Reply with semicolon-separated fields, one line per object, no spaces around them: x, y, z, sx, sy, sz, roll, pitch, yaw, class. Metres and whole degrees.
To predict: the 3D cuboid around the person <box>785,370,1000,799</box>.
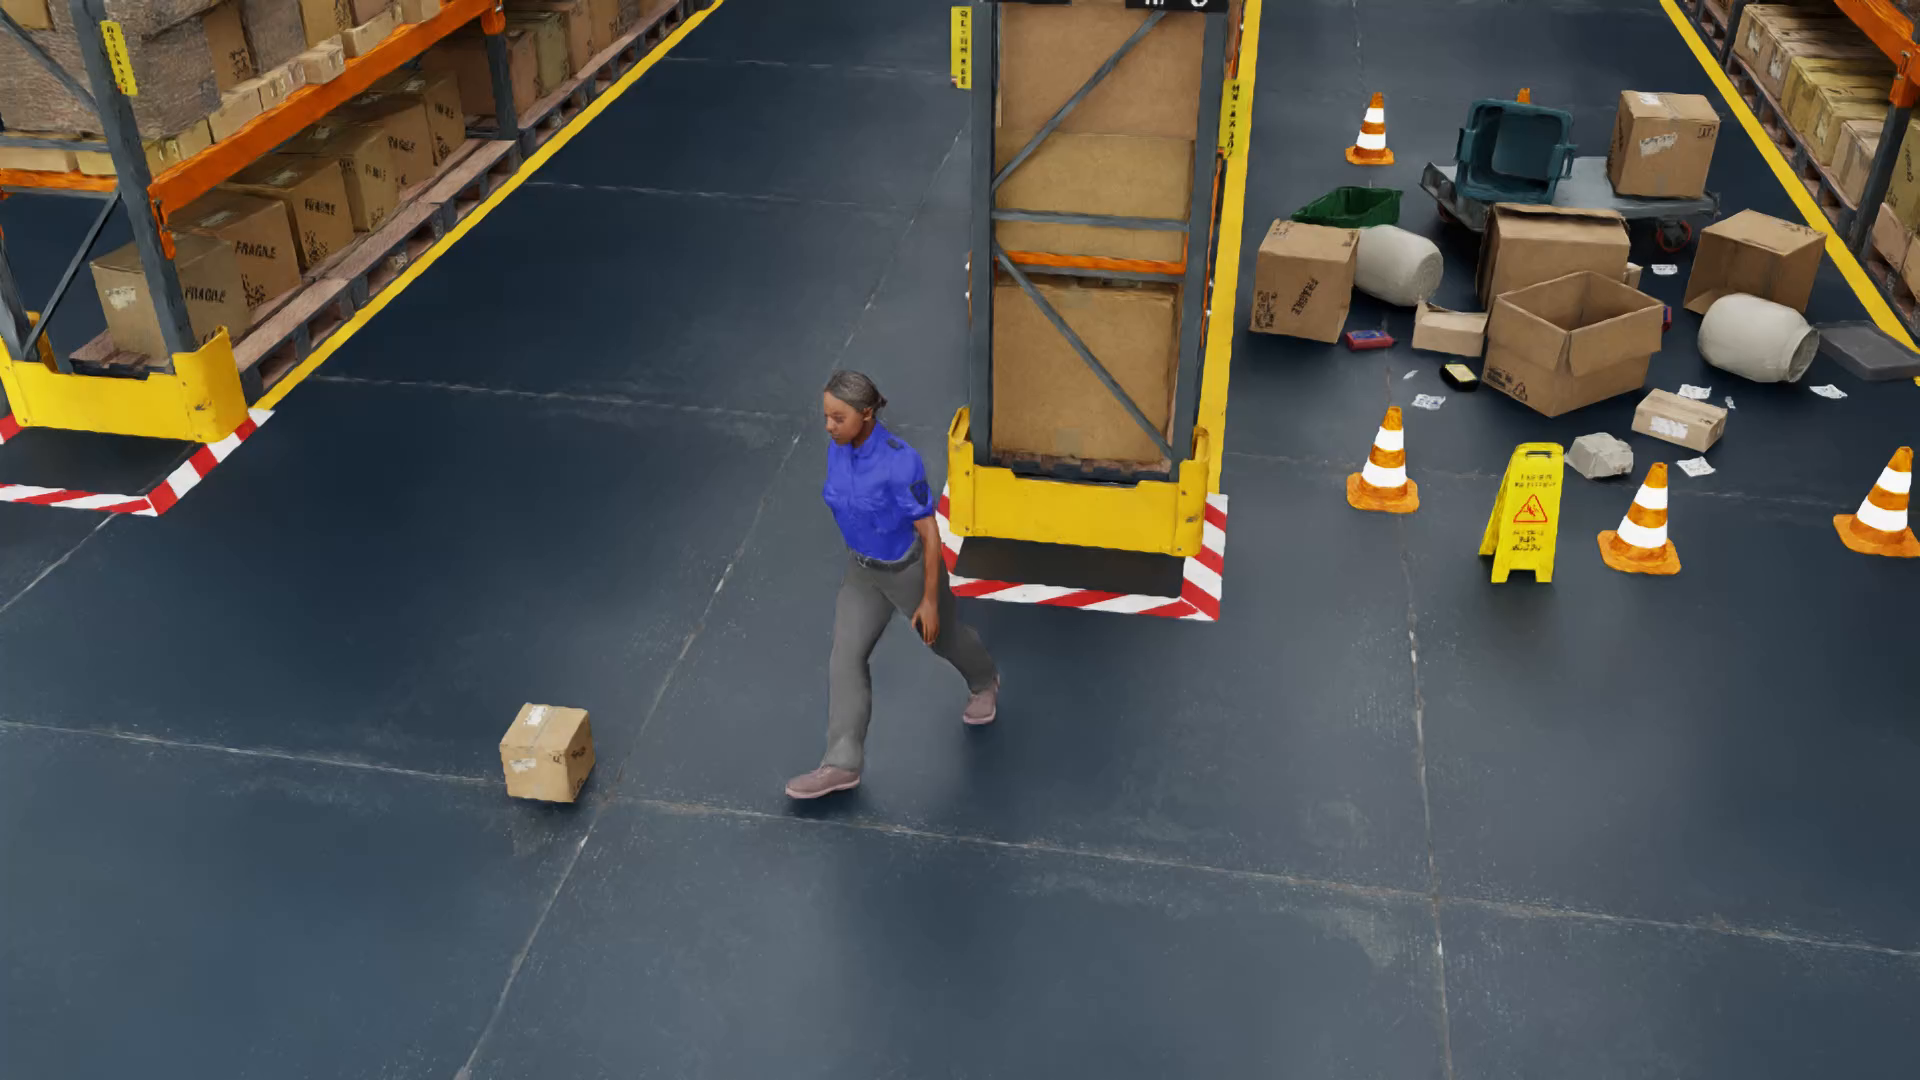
-0.243;0.127;5.965;0.552;1.595;0.998;21;38;29;person
